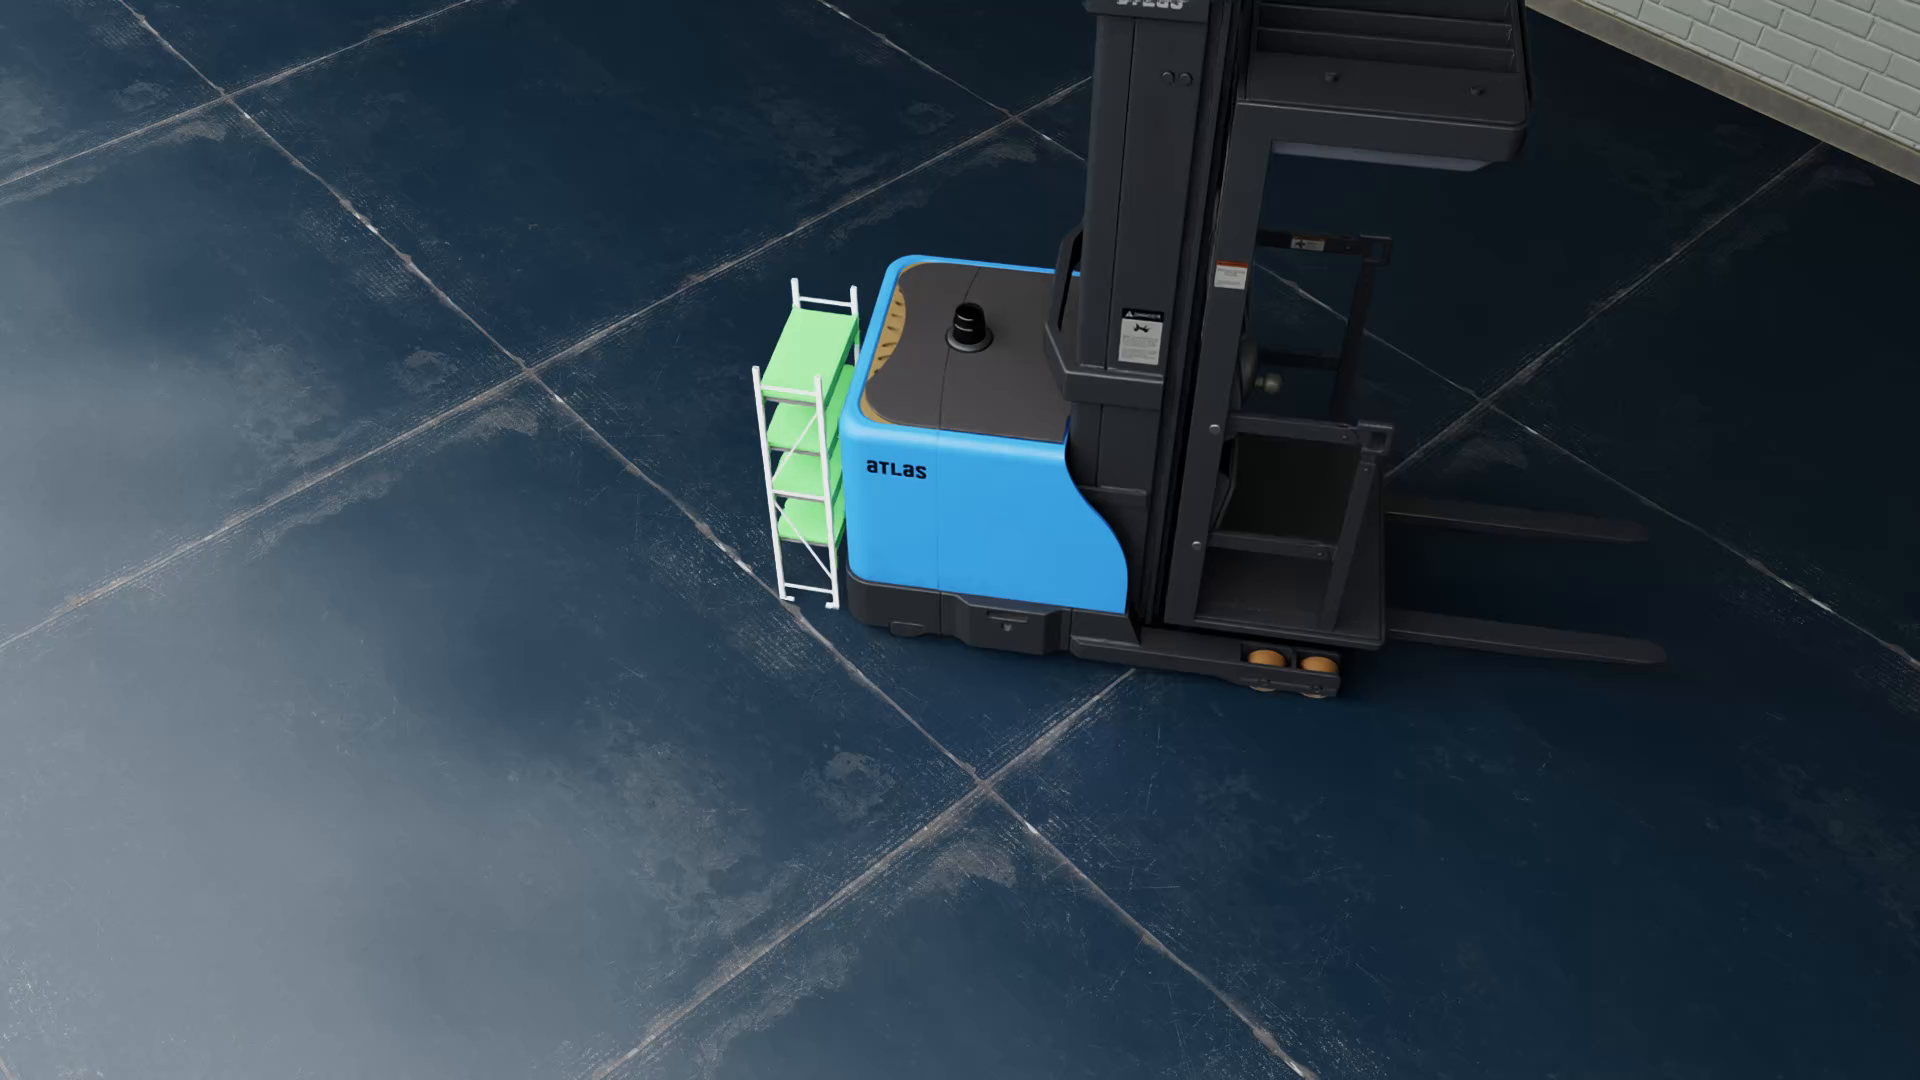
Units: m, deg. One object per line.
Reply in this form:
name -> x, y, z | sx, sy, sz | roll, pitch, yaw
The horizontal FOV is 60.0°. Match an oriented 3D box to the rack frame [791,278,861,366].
rack frame -> -0.488, -0.514, 6.408 | 0.240, 1.200, 0.015 | 9, 48, 8

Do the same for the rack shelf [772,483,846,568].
rack shelf -> -0.538, -0.132, 6.469 | 0.258, 0.148, 0.480 | 9, 48, 8

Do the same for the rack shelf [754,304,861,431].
rack shelf -> -0.538, -0.621, 5.940 | 0.258, 0.148, 0.480 | 9, 48, 8

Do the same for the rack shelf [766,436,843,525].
rack shelf -> -0.538, -0.295, 6.293 | 0.258, 0.148, 0.480 | 9, 48, 8

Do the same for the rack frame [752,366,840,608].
rack frame -> -0.589, -0.163, 6.084 | 0.240, 1.200, 0.015 | 9, 48, 8

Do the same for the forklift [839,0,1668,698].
forklift -> 1.134, -0.828, 5.520 | 3.031, 2.935, 1.130 | 7, 48, 6

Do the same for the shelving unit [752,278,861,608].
shelving unit -> -0.538, -0.339, 6.246 | 0.258, 1.200, 0.503 | 9, 48, 8

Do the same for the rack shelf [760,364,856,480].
rack shelf -> -0.538, -0.458, 6.117 | 0.258, 0.148, 0.480 | 9, 48, 8
